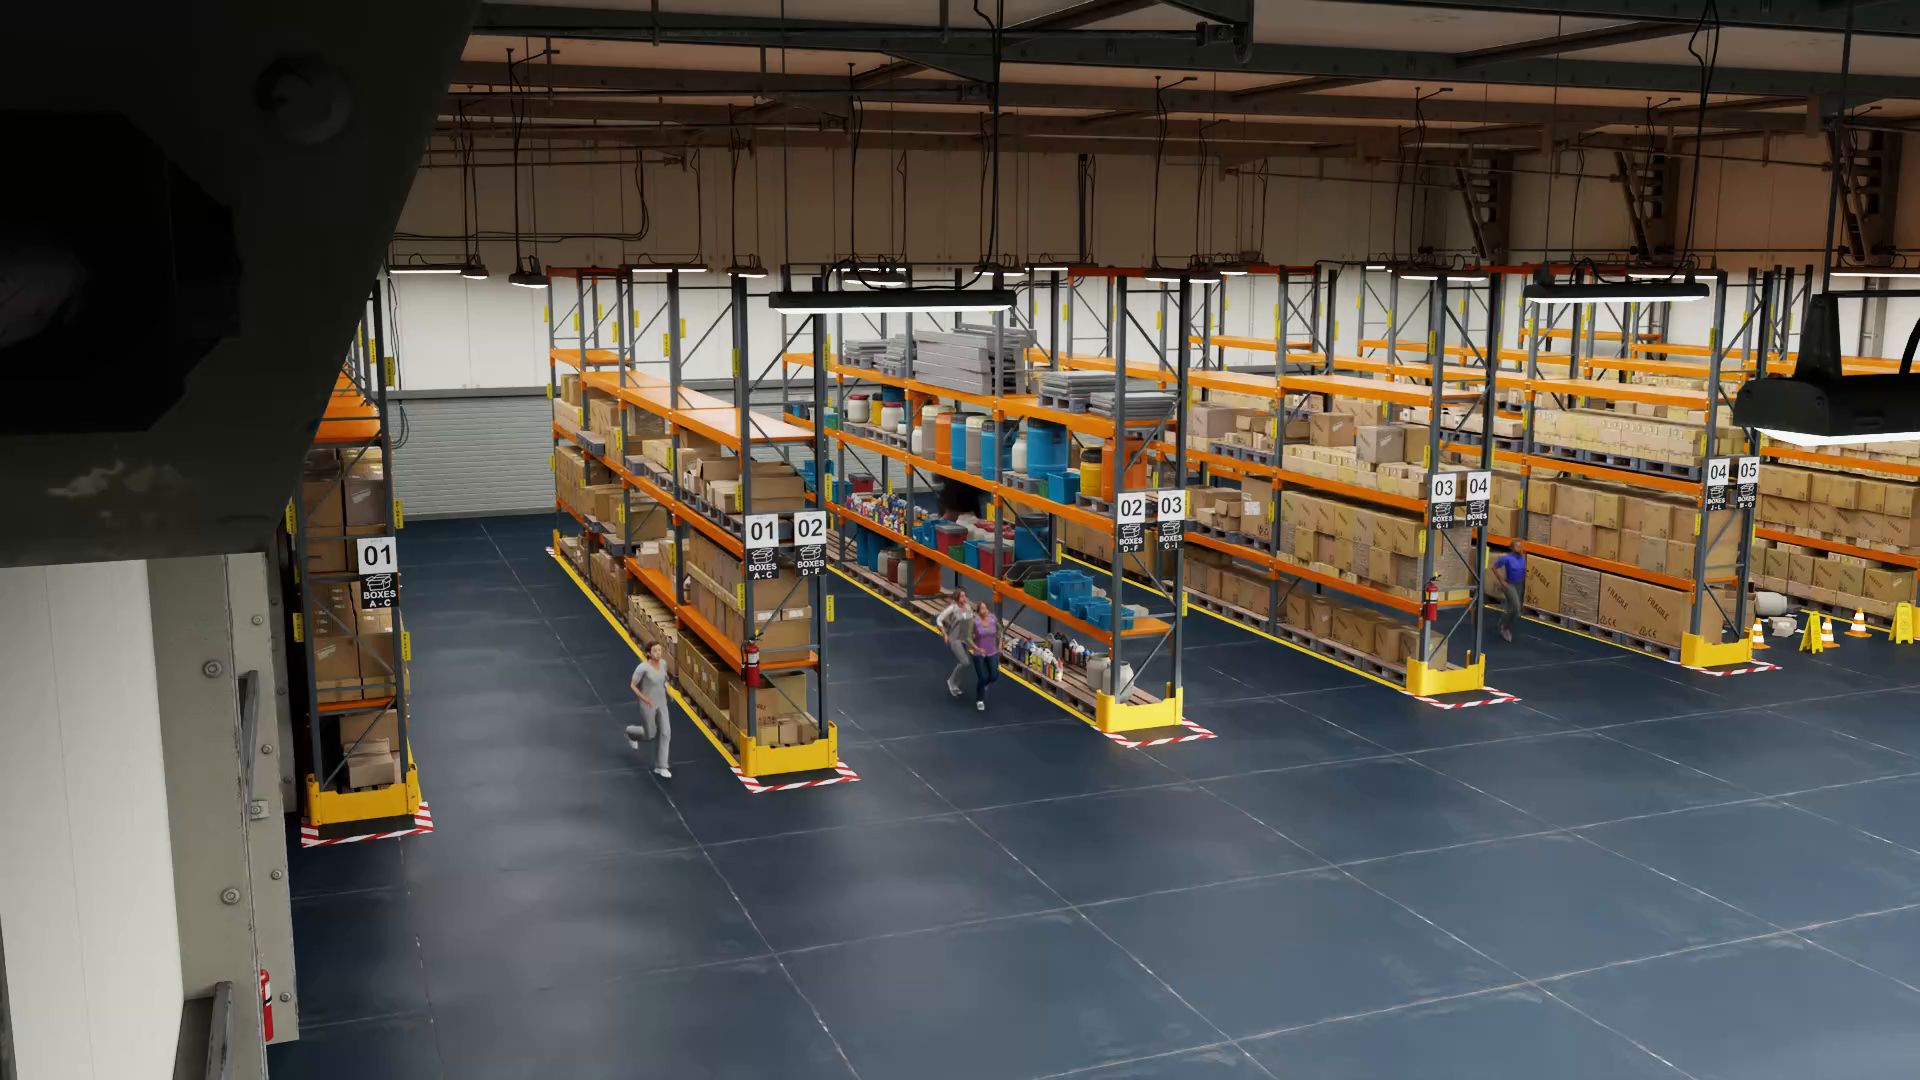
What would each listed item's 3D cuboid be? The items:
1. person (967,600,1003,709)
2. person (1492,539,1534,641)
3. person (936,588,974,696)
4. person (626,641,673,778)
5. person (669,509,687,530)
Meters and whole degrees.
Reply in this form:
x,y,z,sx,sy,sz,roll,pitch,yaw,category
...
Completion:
x,y,z,sx,sy,sz,roll,pitch,yaw,category
0.361,1.597,23.065,0.560,1.556,0.601,-2,10,-14,person
9.064,0.823,27.238,0.549,1.672,0.695,-6,11,-29,person
0.009,1.462,23.641,0.511,1.562,0.633,-8,13,-38,person
-3.763,2.006,20.371,0.569,1.600,0.925,-9,13,-42,person
-5.953,-0.582,34.998,0.709,1.788,0.746,-8,13,-38,person
